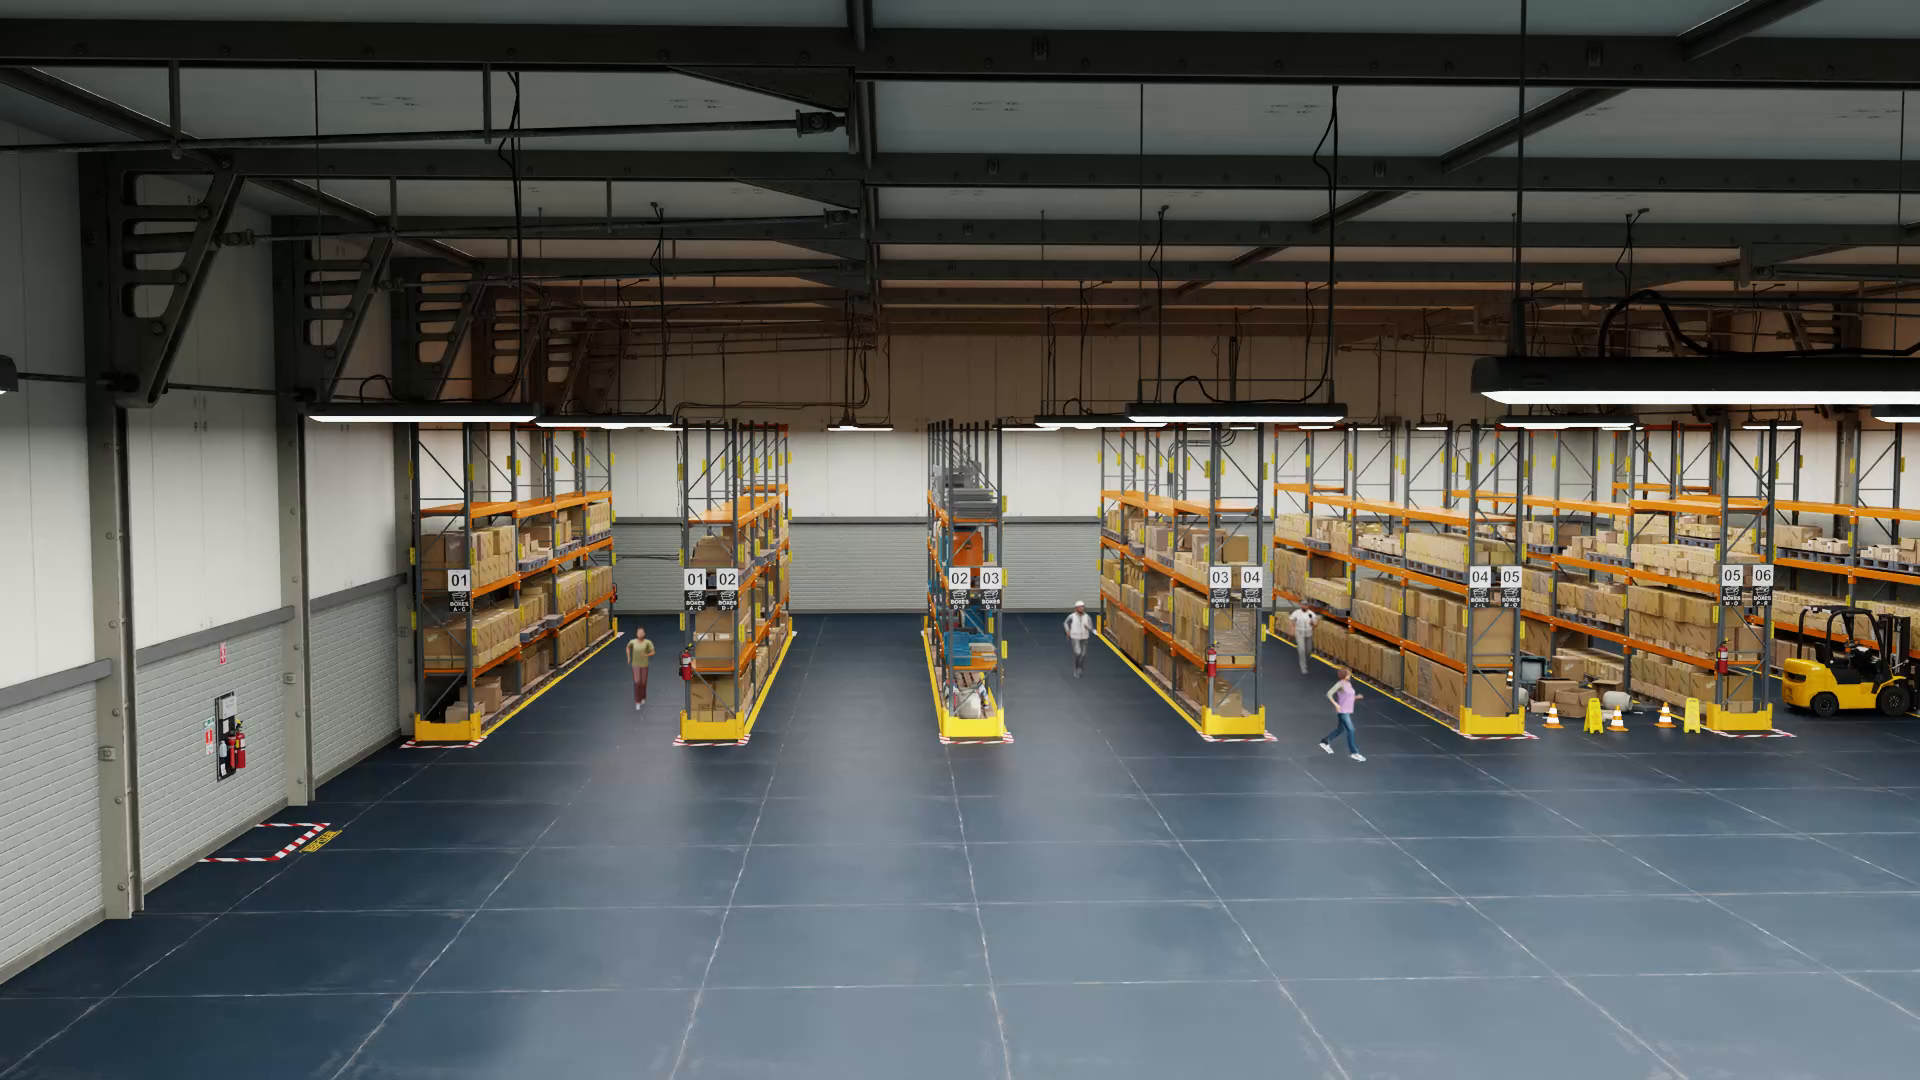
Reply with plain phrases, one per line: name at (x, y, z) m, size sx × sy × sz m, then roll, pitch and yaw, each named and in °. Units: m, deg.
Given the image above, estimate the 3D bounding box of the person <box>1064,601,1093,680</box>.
person at (2.796, 2.337, 38.926) m, size 0.624 × 1.829 × 0.750 m, roll -1°, pitch 4°, yaw -14°

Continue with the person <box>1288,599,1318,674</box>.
person at (8.231, 2.272, 39.792) m, size 0.668 × 1.757 × 0.983 m, roll 0°, pitch 4°, yaw -3°

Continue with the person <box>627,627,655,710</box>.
person at (-6.641, 2.646, 34.642) m, size 0.578 × 1.680 × 0.882 m, roll -1°, pitch 4°, yaw -13°

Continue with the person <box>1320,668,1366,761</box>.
person at (6.717, 3.032, 29.147) m, size 0.871 × 1.600 × 0.530 m, roll 2°, pitch 4°, yaw 32°
